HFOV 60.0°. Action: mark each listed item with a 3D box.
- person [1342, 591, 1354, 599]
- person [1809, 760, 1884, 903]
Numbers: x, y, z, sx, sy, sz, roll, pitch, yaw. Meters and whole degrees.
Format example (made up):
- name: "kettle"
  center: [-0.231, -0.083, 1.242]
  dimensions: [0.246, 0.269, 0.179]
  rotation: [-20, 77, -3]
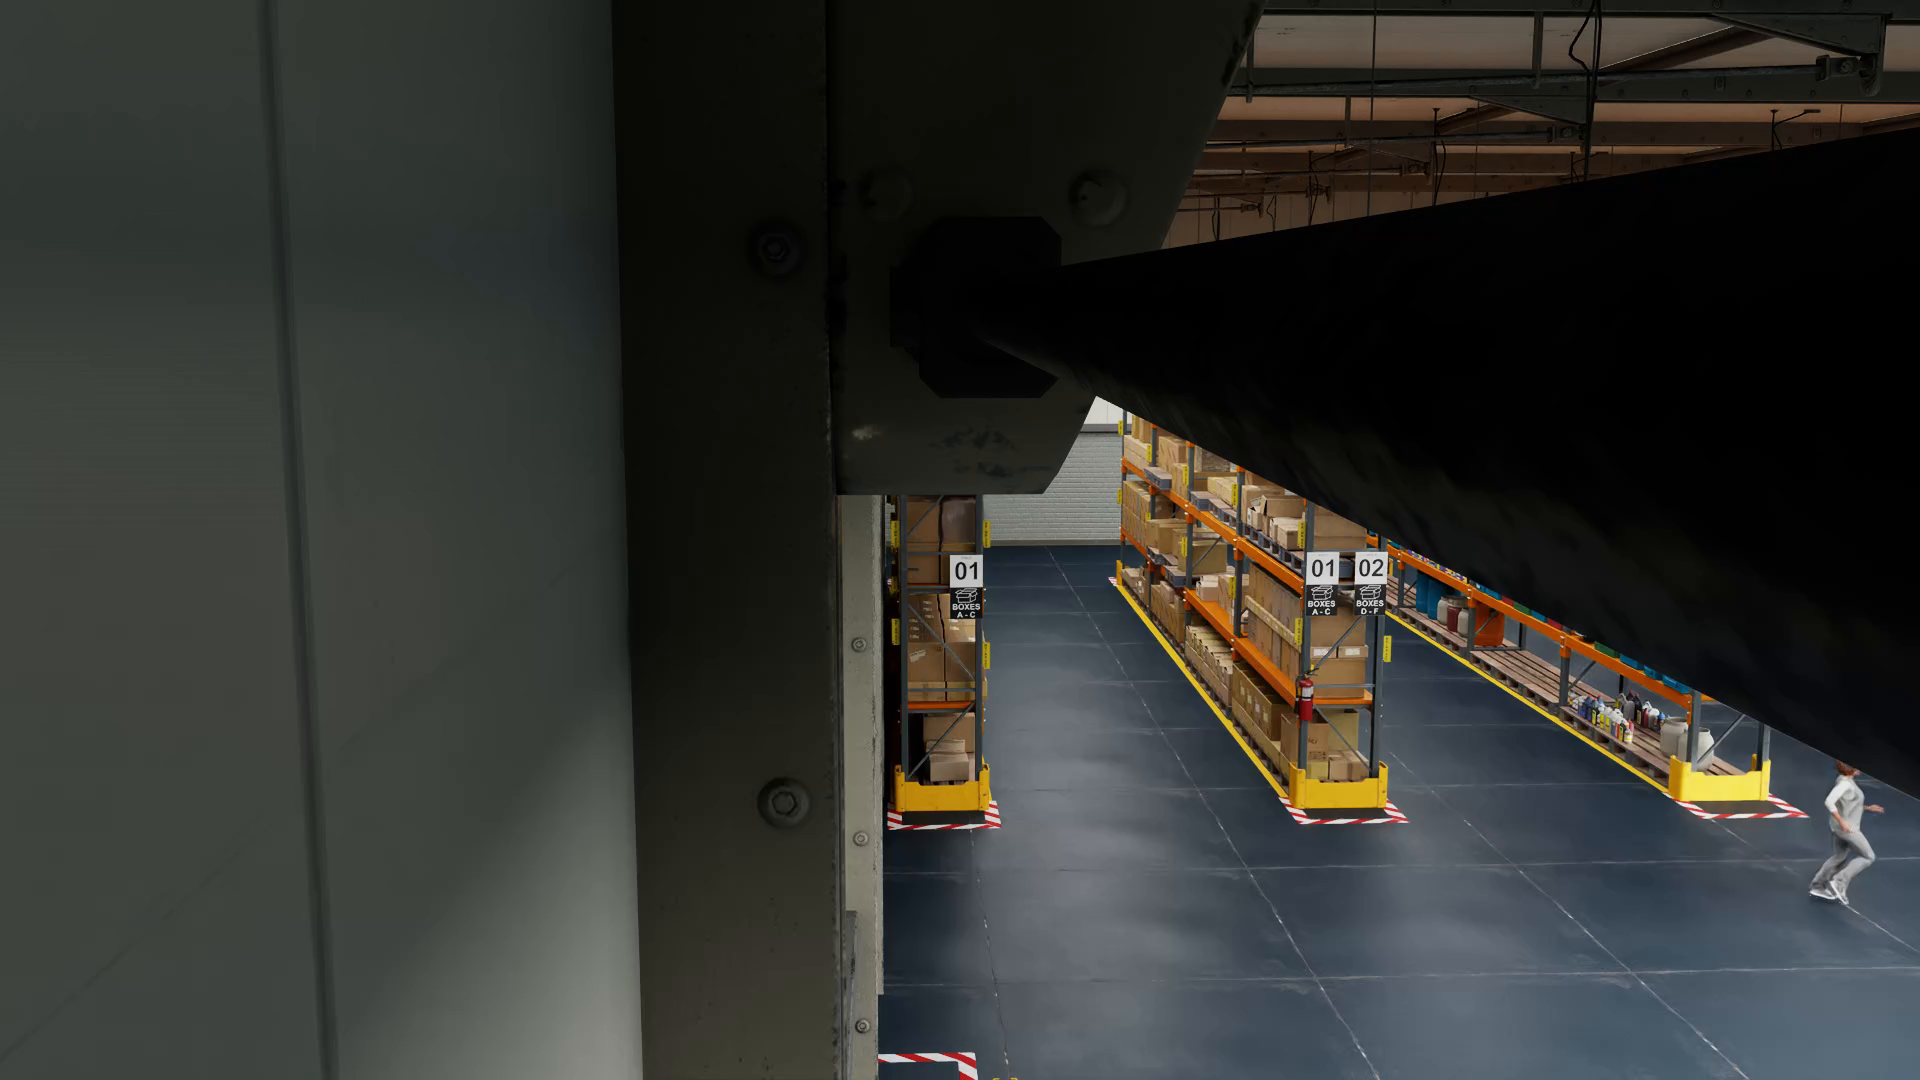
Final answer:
- name: "person"
  center: [6.935, 1.146, 29.360]
  dimensions: [0.677, 1.795, 0.683]
  rotation: [-2, 9, -11]
- name: "person"
  center: [9.232, 3.003, 17.284]
  dimensions: [0.635, 1.563, 0.509]
  rotation: [3, 9, 19]
